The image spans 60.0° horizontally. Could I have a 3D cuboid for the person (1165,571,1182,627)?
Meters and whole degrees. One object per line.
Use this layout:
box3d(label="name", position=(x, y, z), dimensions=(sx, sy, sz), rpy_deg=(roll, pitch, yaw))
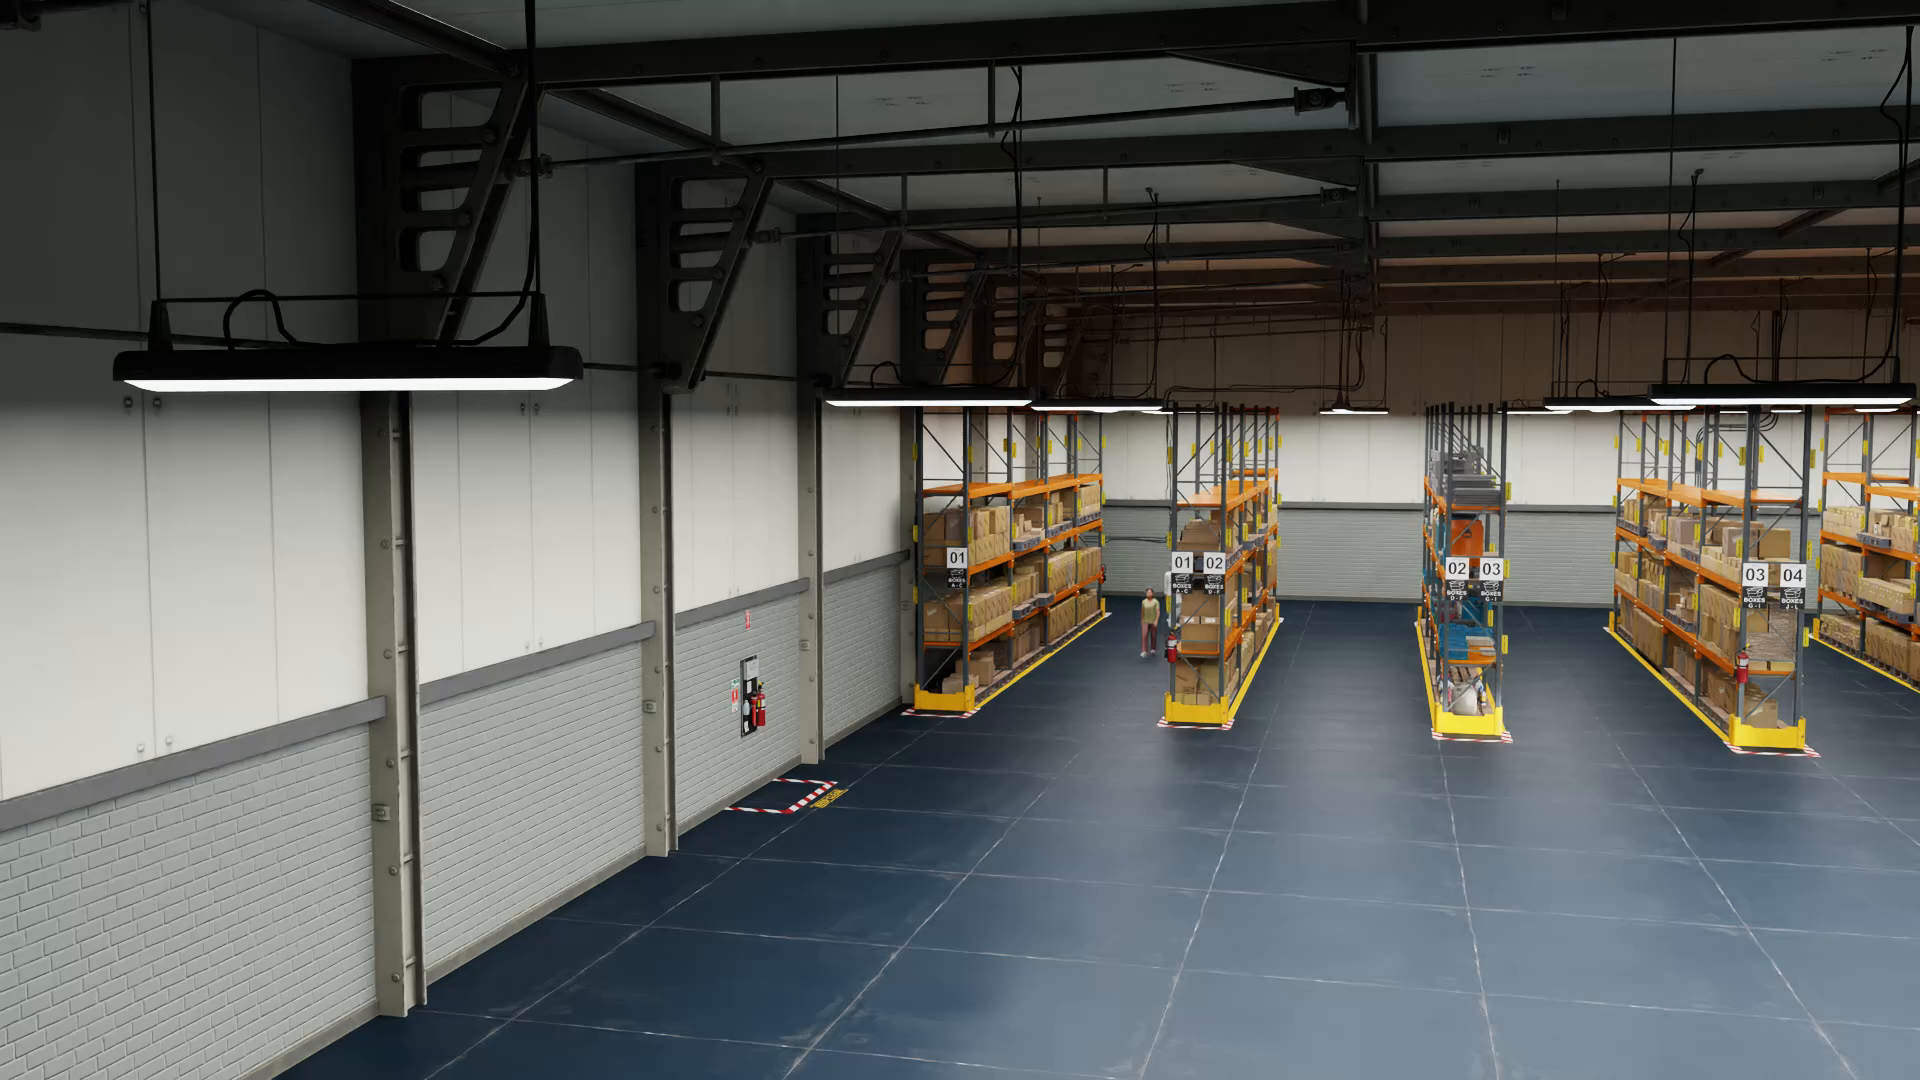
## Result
box3d(label="person", position=(5.791, 1.485, 45.247), dimensions=(0.550, 1.781, 0.609), rpy_deg=(-3, 5, -35))

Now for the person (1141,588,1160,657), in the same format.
box3d(label="person", position=(4.547, 1.955, 39.755), dimensions=(0.463, 1.594, 1.068), rpy_deg=(1, 4, 9))

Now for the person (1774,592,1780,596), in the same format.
box3d(label="person", position=(22.616, 1.495, 45.546), dimensions=(0.597, 1.721, 1.082), rpy_deg=(3, 5, 33))
